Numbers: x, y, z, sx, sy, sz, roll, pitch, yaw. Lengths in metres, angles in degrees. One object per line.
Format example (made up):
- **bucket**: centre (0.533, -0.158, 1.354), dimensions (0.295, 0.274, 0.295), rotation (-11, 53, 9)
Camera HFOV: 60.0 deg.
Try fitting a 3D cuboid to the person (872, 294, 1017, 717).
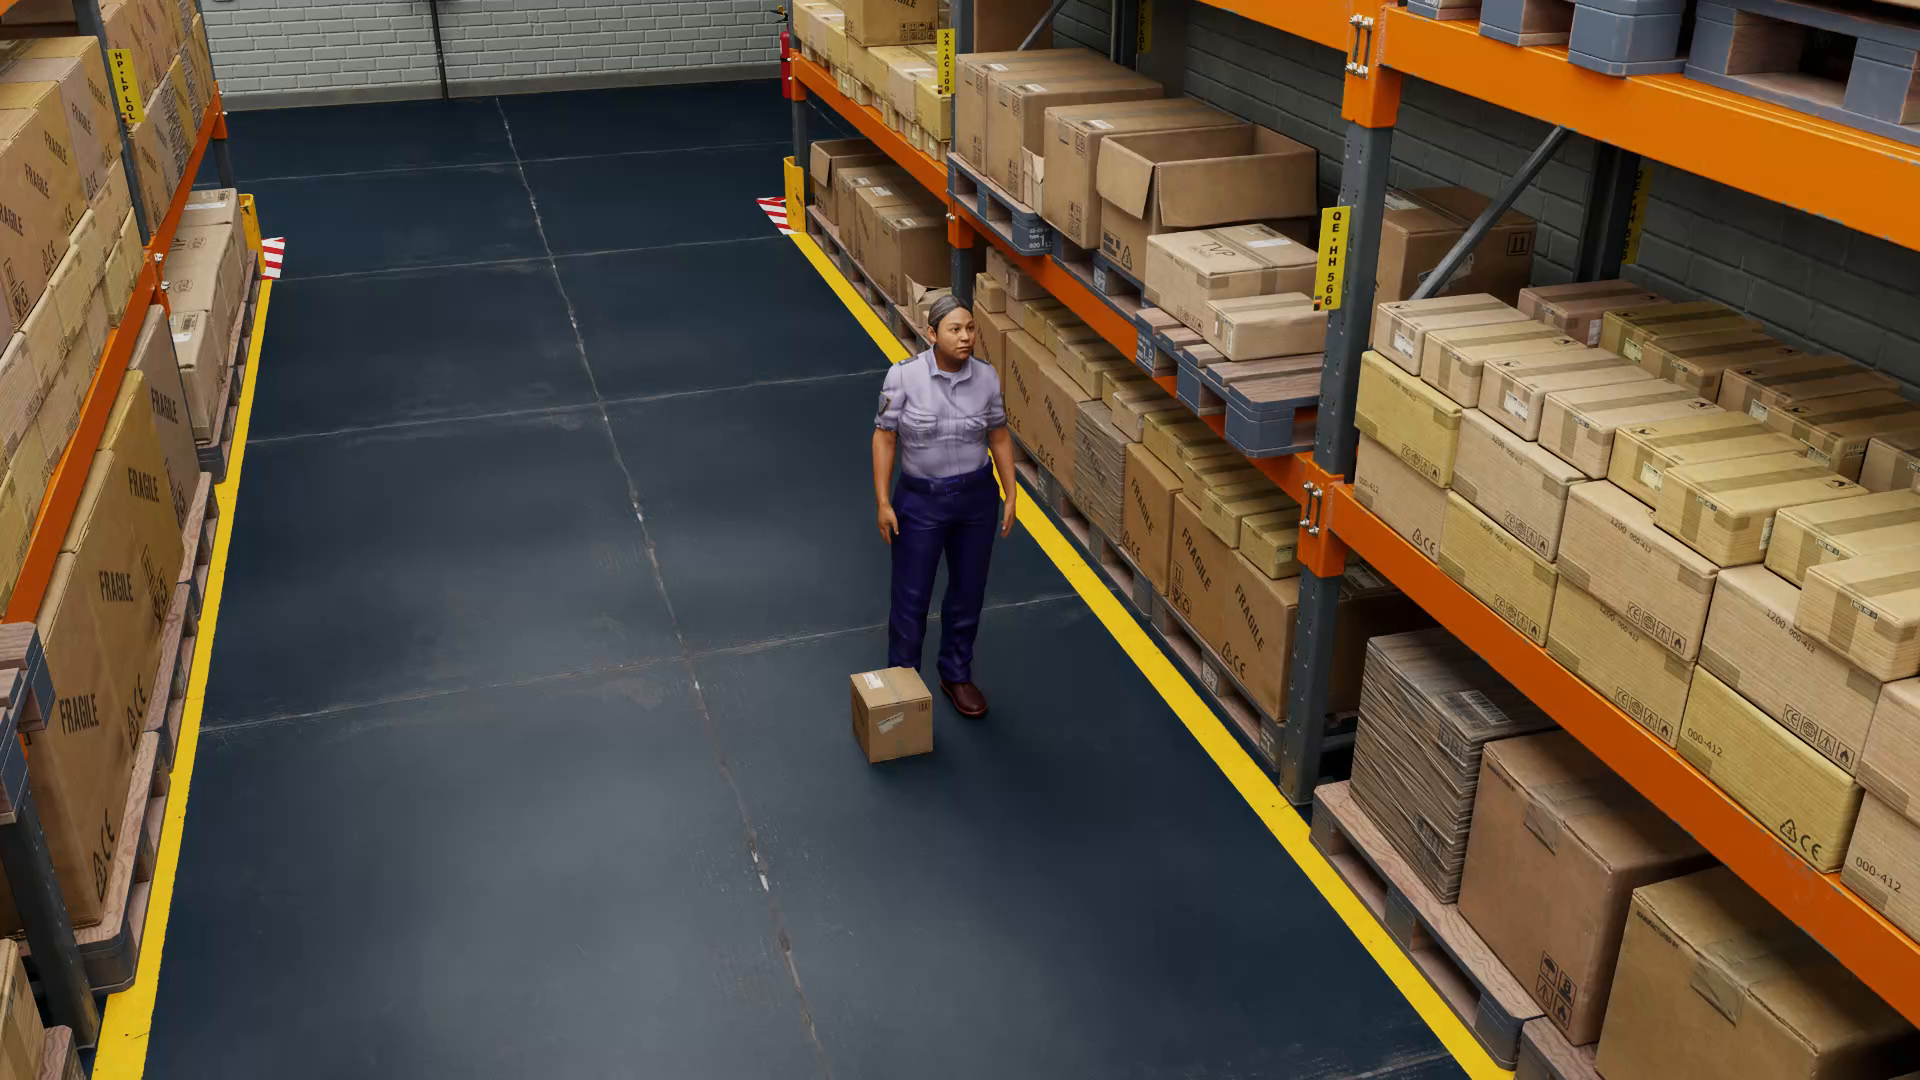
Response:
- **person**: centre (-0.045, -0.082, 6.275), dimensions (0.598, 1.651, 0.502), rotation (-8, 28, -16)
